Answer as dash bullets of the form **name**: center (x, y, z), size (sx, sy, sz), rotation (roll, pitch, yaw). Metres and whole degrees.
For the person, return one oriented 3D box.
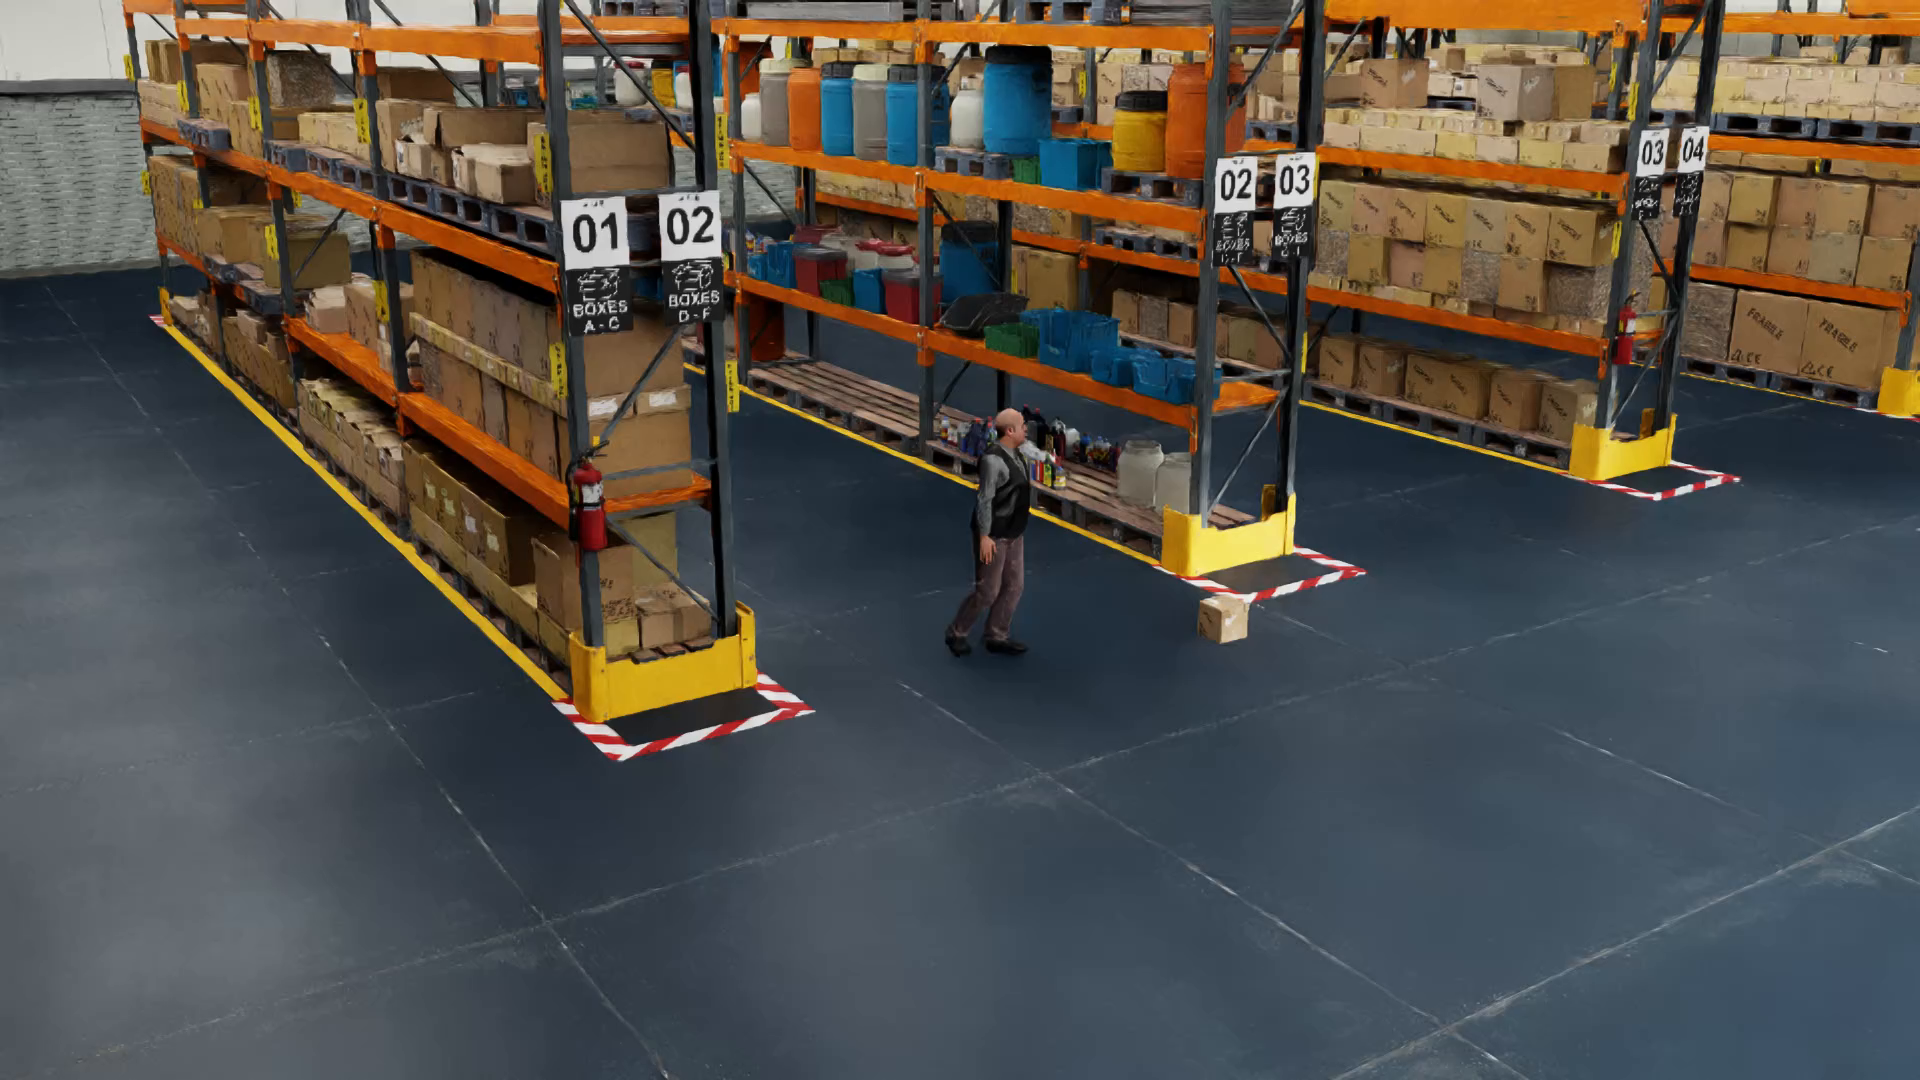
- **person**: center (0.196, -0.051, 11.258), size (0.545, 1.709, 0.579), rotation (7, 19, 21)
